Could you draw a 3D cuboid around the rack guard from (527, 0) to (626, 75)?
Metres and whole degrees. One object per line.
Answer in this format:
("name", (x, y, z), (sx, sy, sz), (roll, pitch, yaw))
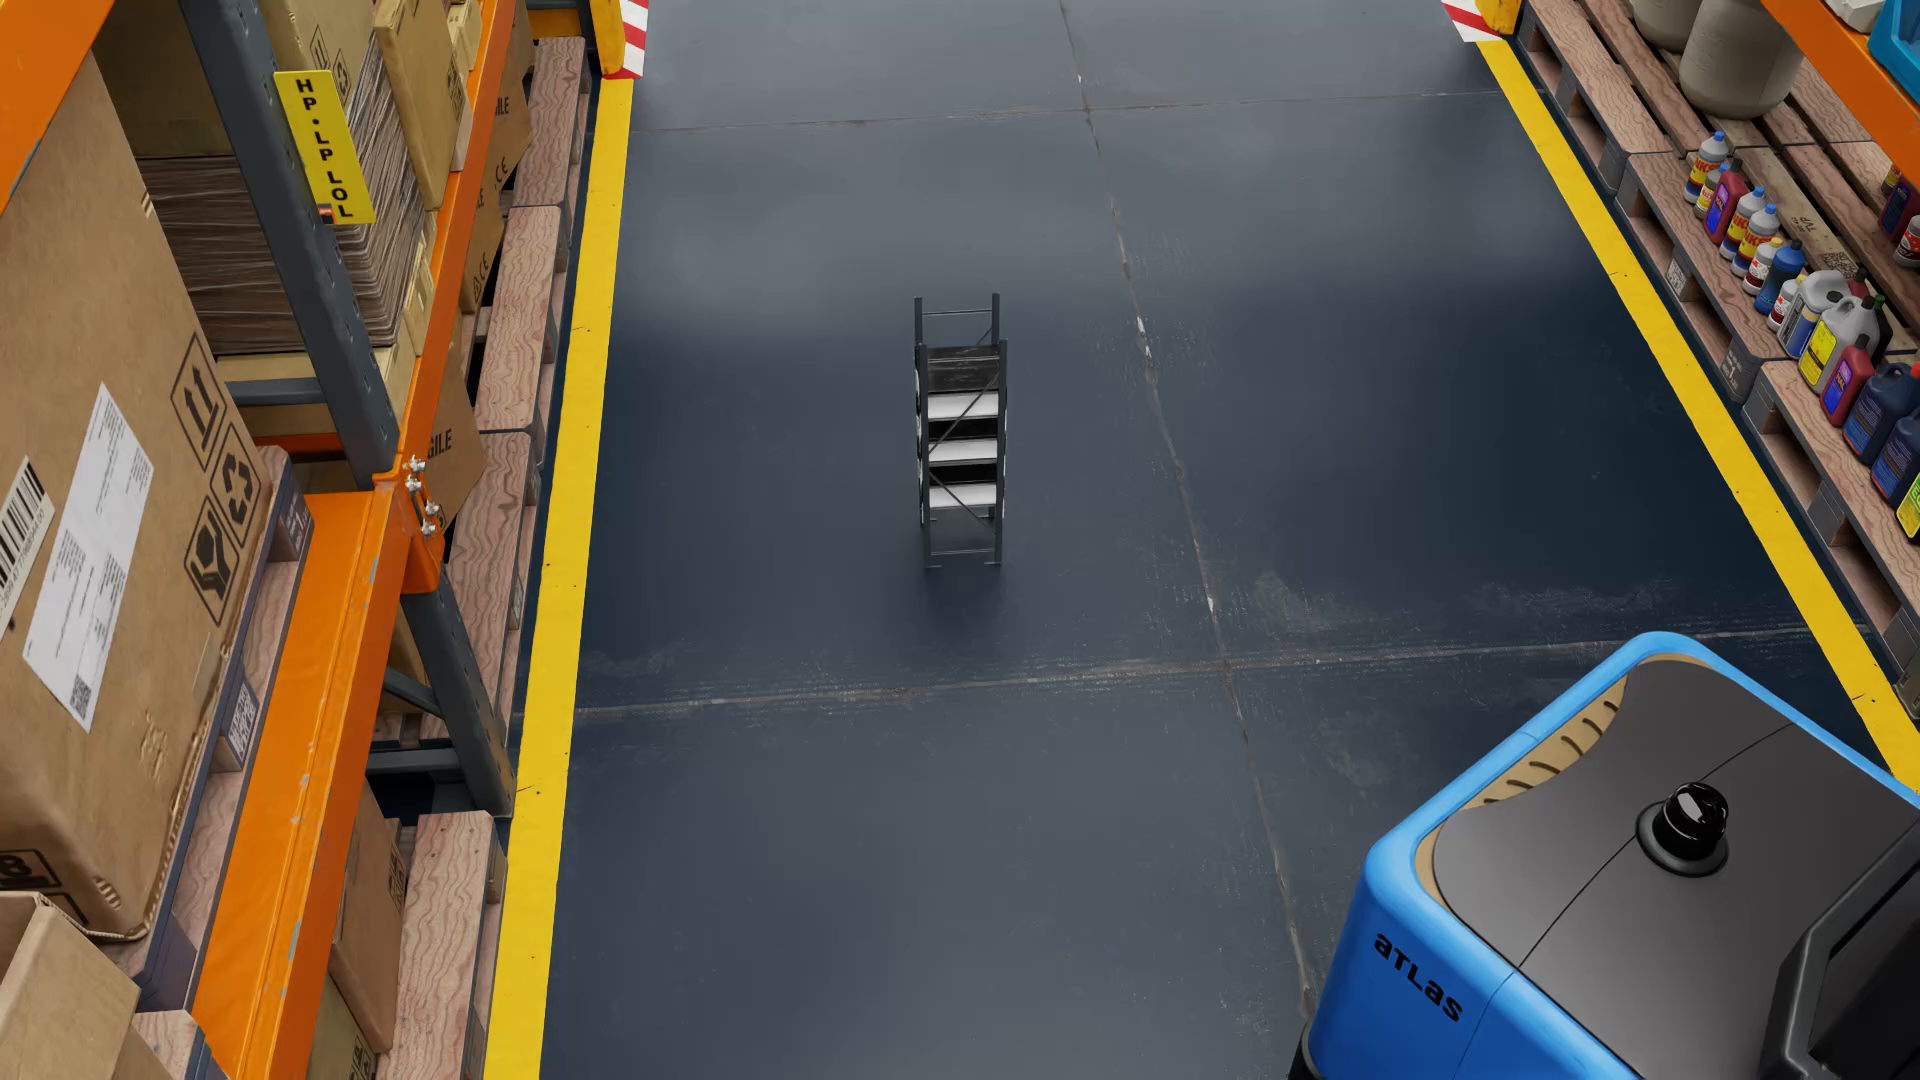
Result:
("rack guard", (-2.049, -2.264, 7.050), (1.175, 0.500, 0.348), (-3, 47, -3))

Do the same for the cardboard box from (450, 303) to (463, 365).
("cardboard box", (-1.900, -0.719, 5.298), (0.500, 0.500, 0.500), (-7, 47, -7))

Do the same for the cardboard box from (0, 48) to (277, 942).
("cardboard box", (-1.794, -0.052, 2.531), (1.000, 1.000, 1.000), (-3, 47, -3))

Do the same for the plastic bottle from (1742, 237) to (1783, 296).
("plastic bottle", (2.767, -0.946, 5.704), (0.097, 0.201, 0.097), (0, 47, 0))

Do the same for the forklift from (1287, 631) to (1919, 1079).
("forklift", (2.082, 0.957, 2.325), (1.130, 2.935, 3.031), (-30, 54, -26))

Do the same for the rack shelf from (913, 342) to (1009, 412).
("rack shelf", (0.001, -0.466, 4.746), (0.258, 0.077, 0.200), (-3, 47, -3))

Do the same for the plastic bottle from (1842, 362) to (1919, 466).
("plastic bottle", (2.858, -0.413, 5.097), (0.144, 0.351, 0.185), (-6, 47, -5))

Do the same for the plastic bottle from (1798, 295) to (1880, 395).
("plastic bottle", (2.831, -0.647, 5.318), (0.144, 0.351, 0.185), (-4, 47, -4))

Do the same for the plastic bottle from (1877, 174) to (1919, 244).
("plastic bottle", (3.358, -1.204, 5.892), (0.061, 0.283, 0.133), (-3, 47, -3))

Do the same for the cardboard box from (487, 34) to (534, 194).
("cardboard box", (-1.936, -1.580, 6.113), (0.500, 0.500, 0.500), (8, 47, 7))

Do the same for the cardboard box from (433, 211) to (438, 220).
("cardboard box", (-1.526, -0.913, 4.222), (0.380, 0.149, 0.250), (-3, 47, -3))

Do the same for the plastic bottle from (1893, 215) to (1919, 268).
("plastic bottle", (3.353, -1.061, 5.813), (0.097, 0.201, 0.097), (0, 47, 0))

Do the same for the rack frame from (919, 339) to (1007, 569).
("rack frame", (0.009, -0.230, 4.848), (0.240, 0.900, 0.006), (-3, 47, -3))

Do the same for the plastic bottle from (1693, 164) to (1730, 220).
("plastic bottle", (2.730, -1.263, 6.004), (0.097, 0.201, 0.097), (0, 47, 0))

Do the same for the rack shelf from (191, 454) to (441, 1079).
("rack shelf", (-1.553, 1.410, 2.344), (1.077, 0.370, 4.000), (-3, 47, -3))

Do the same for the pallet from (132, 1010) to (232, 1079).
("pallet", (-1.592, 1.246, 2.136), (1.003, 0.211, 1.213), (-3, 47, -3))

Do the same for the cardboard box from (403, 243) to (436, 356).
("cardboard box", (-1.447, -0.553, 3.881), (0.380, 0.149, 0.250), (-3, 47, -3))

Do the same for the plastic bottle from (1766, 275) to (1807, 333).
("plastic bottle", (2.784, -0.797, 5.563), (0.097, 0.201, 0.097), (0, 47, 0))

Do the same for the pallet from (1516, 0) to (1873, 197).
("pallet", (2.996, -1.880, 6.885), (1.003, 0.211, 1.213), (-3, 47, -3))

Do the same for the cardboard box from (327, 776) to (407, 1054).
("cardboard box", (-1.691, 0.870, 3.779), (0.700, 0.500, 0.500), (-7, 47, -6))

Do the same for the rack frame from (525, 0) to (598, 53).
("rack frame", (-2.056, -3.178, 6.194), (1.000, 3.000, 0.127), (-3, 47, -3))

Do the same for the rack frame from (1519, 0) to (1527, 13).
("rack frame", (2.880, -3.479, 6.479), (1.000, 3.000, 0.127), (-3, 47, -3))

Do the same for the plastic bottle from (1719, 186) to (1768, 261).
("plastic bottle", (2.750, -1.114, 5.815), (0.097, 0.271, 0.097), (0, 47, 0))

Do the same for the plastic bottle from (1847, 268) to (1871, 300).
("plastic bottle", (2.927, -0.748, 5.461), (0.061, 0.283, 0.133), (-3, 47, -3))

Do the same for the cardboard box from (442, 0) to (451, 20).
("cardboard box", (-1.846, -1.470, 4.302), (0.875, 0.500, 0.500), (-3, 47, -3))

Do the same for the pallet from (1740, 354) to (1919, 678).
("pallet", (3.200, -0.115, 5.213), (1.003, 0.211, 1.213), (-3, 47, -3))

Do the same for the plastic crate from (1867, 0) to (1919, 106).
("plastic crate", (2.852, -1.318, 4.535), (0.499, 0.251, 0.616), (-3, 47, -3))

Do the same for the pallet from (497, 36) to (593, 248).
("pallet", (-2.016, -1.575, 6.596), (1.003, 0.211, 1.213), (-3, 47, -3))

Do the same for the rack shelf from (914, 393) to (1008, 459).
("rack shelf", (0.001, -0.343, 4.877), (0.258, 0.077, 0.200), (-3, 47, -3))

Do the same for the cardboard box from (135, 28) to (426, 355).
("cardboard box", (-1.697, -0.750, 3.621), (0.875, 0.500, 0.500), (-3, 47, -3))

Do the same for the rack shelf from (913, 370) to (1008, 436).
("rack shelf", (0.001, -0.404, 4.811), (0.258, 0.077, 0.200), (-3, 47, -3))

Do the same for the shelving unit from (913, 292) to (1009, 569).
("shelving unit", (0.001, -0.304, 4.918), (0.258, 0.900, 0.210), (-3, 47, -3))

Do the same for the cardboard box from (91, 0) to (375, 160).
("cardboard box", (-1.505, -1.106, 3.269), (0.500, 0.500, 0.500), (-3, 47, -3))

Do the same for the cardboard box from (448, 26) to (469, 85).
("cardboard box", (-1.568, -1.275, 4.564), (0.380, 0.149, 0.250), (-3, 47, -3))

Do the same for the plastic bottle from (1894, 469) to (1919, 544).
("plastic bottle", (2.846, -0.131, 4.876), (0.061, 0.283, 0.133), (-1, 47, -1))

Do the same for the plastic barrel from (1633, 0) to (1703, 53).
("plastic barrel", (3.011, -2.297, 6.784), (0.421, 0.512, 0.421), (0, 47, 0))

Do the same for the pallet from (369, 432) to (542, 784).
("pallet", (-1.812, 0.191, 4.924), (1.003, 0.211, 1.213), (-3, 47, -3))

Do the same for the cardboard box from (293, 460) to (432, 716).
("cardboard box", (-1.714, 0.139, 4.485), (0.500, 0.500, 0.500), (-5, 47, -5))
